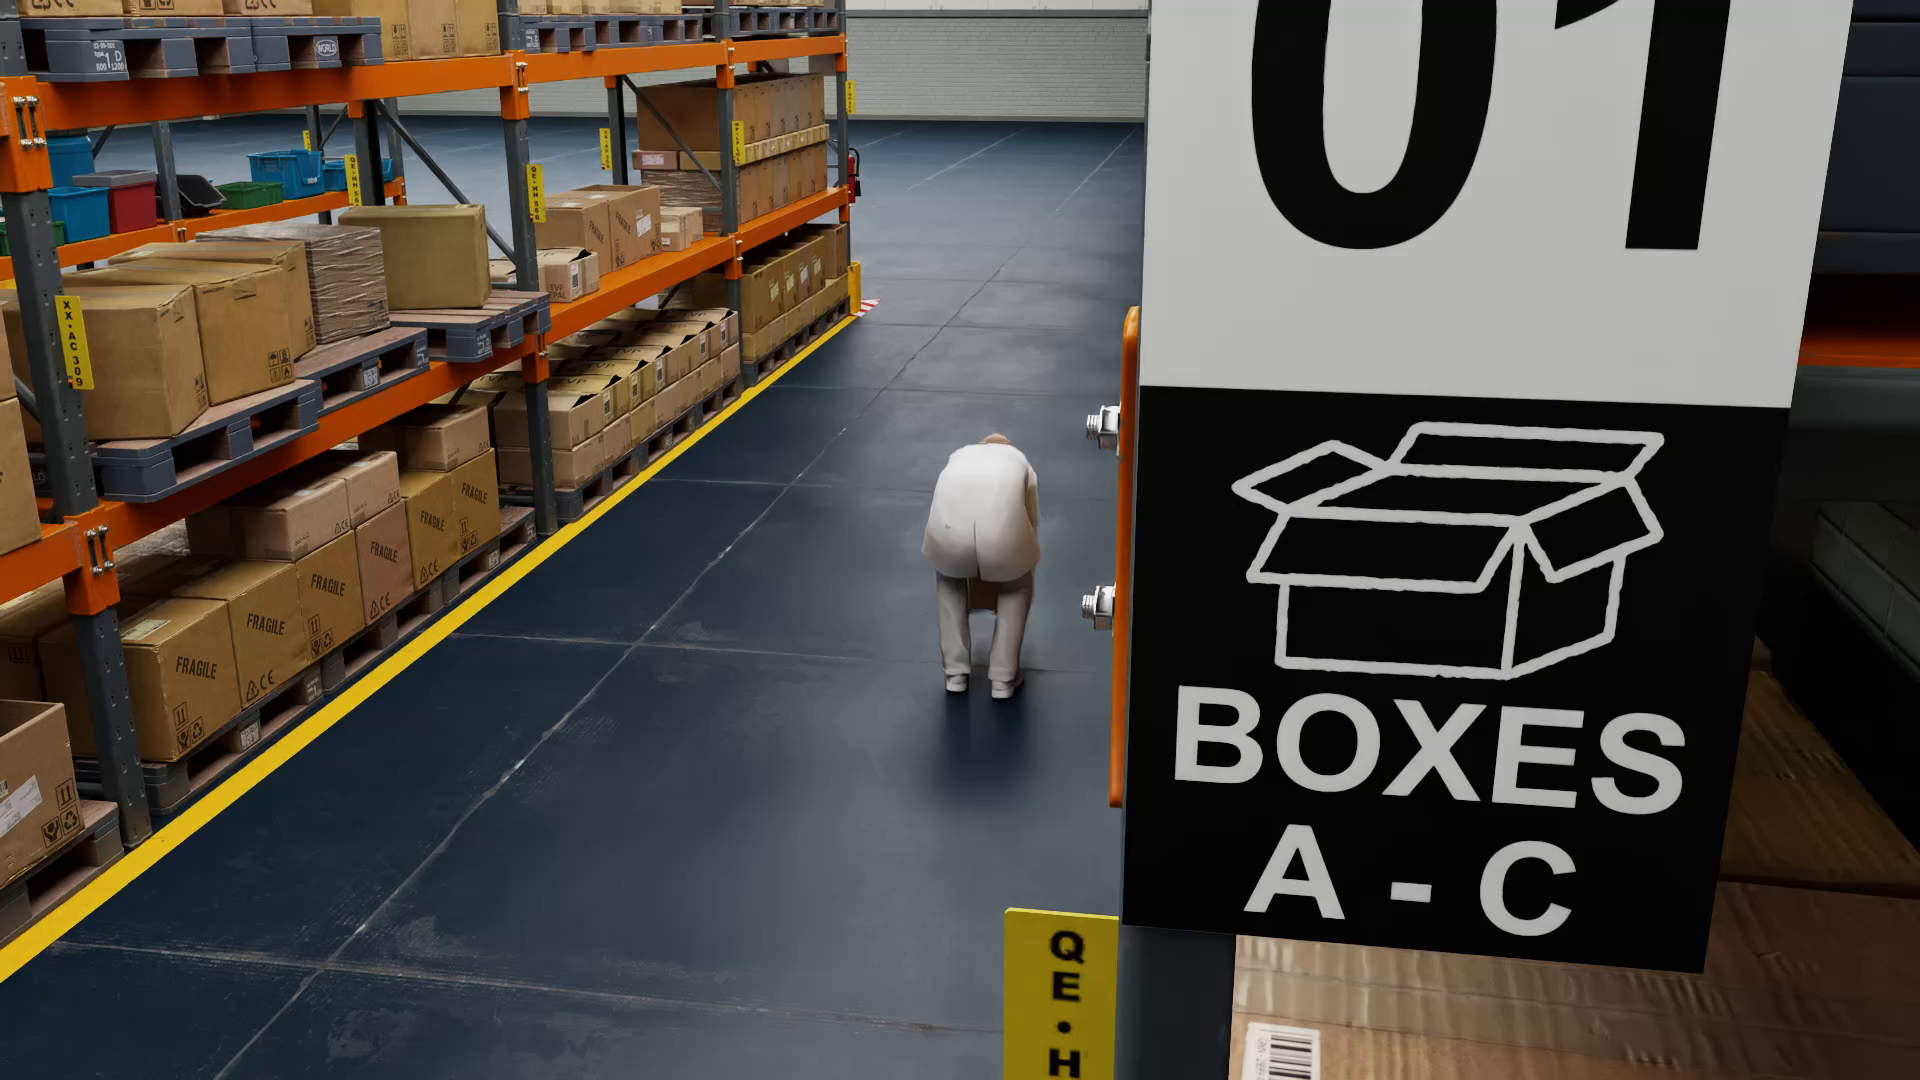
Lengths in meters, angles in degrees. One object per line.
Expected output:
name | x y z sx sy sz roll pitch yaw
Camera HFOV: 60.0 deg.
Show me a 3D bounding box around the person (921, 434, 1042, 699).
person | 0.124 0.090 7.871 0.562 1.126 0.950 2 18 7
